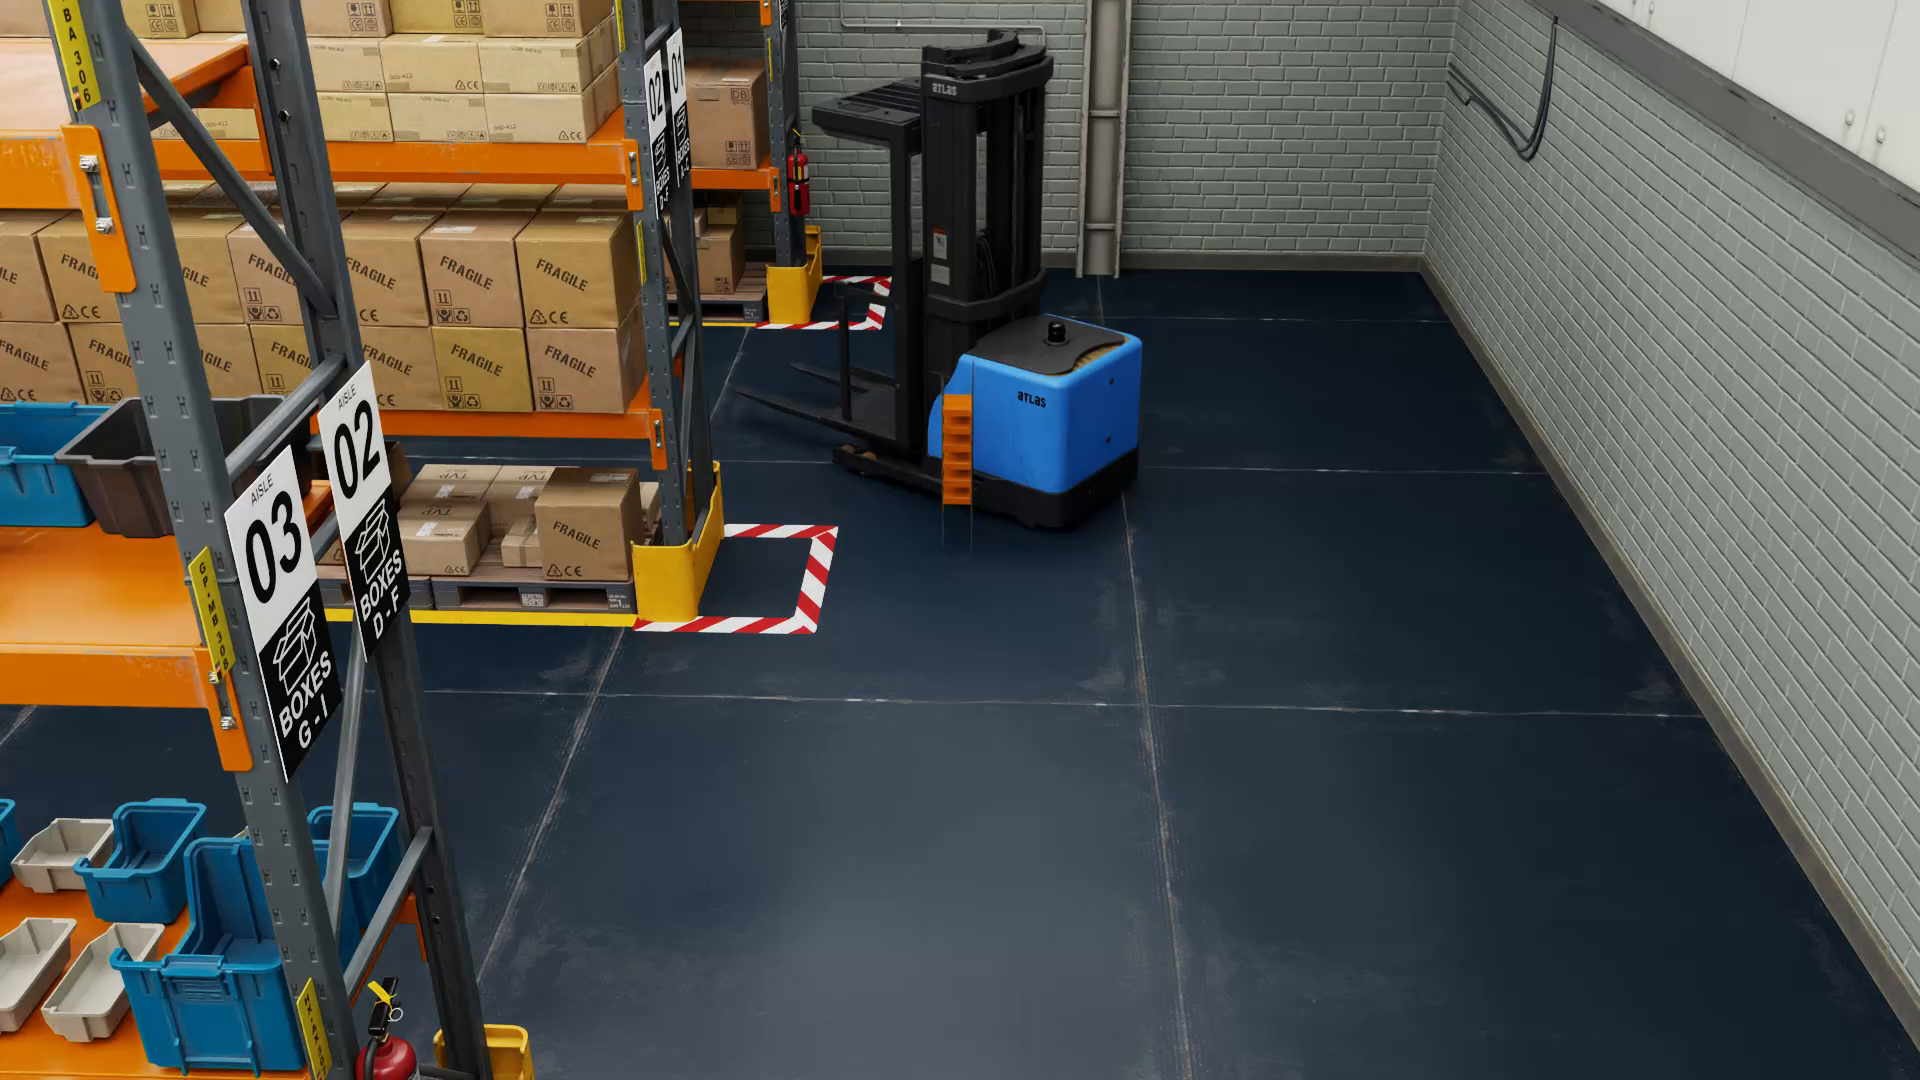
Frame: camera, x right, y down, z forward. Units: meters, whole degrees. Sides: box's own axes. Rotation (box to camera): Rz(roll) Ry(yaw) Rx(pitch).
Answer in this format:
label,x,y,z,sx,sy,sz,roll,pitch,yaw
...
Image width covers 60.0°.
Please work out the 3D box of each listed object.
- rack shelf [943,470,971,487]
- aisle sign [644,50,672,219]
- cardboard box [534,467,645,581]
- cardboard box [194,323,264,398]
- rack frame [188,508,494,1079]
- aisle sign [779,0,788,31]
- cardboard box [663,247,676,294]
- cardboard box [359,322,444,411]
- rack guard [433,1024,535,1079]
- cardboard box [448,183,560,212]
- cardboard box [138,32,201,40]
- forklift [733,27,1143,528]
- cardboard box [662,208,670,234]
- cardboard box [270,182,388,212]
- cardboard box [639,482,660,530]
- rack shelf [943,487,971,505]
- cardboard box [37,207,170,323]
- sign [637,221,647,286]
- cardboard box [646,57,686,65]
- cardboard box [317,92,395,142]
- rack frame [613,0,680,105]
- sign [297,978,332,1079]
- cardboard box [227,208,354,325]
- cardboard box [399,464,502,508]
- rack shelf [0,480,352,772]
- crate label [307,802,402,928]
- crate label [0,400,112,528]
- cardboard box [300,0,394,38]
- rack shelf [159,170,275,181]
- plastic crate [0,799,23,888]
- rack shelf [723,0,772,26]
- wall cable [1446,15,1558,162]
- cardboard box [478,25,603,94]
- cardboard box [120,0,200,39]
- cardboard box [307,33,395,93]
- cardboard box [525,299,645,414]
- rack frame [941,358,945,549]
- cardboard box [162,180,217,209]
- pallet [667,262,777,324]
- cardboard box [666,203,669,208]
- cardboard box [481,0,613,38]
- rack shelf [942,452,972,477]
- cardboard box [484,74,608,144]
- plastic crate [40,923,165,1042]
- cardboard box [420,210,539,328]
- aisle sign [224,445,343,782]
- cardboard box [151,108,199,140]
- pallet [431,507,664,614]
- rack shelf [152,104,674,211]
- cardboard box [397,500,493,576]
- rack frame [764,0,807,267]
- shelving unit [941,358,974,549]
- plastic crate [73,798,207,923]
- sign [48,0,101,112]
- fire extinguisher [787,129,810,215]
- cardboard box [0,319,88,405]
label,x,y,z,sx,sy,sz,roll,pitch,yaw
rack shelf,-0.014,-0.385,10.472,0.180,0.103,0.258,1,28,2
aisle sign,-1.576,-2.119,8.695,0.004,0.787,0.394,1,28,2
cardboard box,-2.185,-0.099,9.858,0.500,0.500,0.500,1,28,2
cardboard box,-4.119,-1.073,9.390,0.500,0.500,0.500,1,28,2
rack frame,-1.812,1.203,5.203,0.127,3.000,1.000,1,28,2
aisle sign,-1.401,-4.441,13.074,0.004,0.787,0.394,1,28,2
cardboard box,-2.665,-2.488,14.386,0.500,0.500,0.700,1,28,2
cardboard box,-3.107,-1.057,9.360,0.500,0.500,0.500,1,28,2
rack guard,-1.787,2.302,5.799,0.348,0.500,1.175,1,28,2
cardboard box,-2.590,-1.737,9.575,0.500,0.500,0.500,1,28,2
cardboard box,-4.155,-2.516,8.642,0.500,0.250,0.500,1,28,2
forklift,-0.270,-1.913,11.154,3.031,2.935,1.130,19,34,32
cardboard box,-2.555,-2.687,14.069,0.250,0.149,0.380,2,28,3
cardboard box,-3.598,-1.755,9.610,0.500,0.500,0.500,1,28,1
cardboard box,-2.040,-0.218,10.457,0.250,0.149,0.380,1,28,2
rack shelf,-0.014,-0.279,10.528,0.180,0.103,0.258,1,28,2
cardboard box,-4.654,-1.519,9.164,0.500,0.500,0.500,0,28,0
sign,-1.673,-1.507,8.742,0.005,0.325,0.100,1,28,2
cardboard box,-2.700,-3.577,13.900,0.700,0.700,0.980,1,28,1
cardboard box,-3.155,-2.275,8.721,0.500,0.250,0.500,1,28,2
rack frame,-1.633,-3.766,8.171,0.127,3.000,1.000,1,28,2
sign,-1.815,1.389,4.678,0.005,0.325,0.100,1,28,2
cardboard box,-3.624,-1.502,9.133,0.500,0.500,0.500,2,28,3
cardboard box,-3.166,-0.253,10.416,0.500,0.250,0.500,1,28,2
rack shelf,-3.811,0.163,4.731,4.000,0.370,1.077,1,28,2
crate label,-2.047,1.093,5.526,0.303,0.233,0.416,1,28,2
crate label,-2.722,-0.223,4.849,0.502,0.251,0.408,1,28,2
cardboard box,-3.147,-2.933,8.629,0.500,0.500,0.700,1,28,2
rack shelf,-7.458,-3.215,14.306,4.000,0.370,1.077,1,28,2
plastic crate,-3.363,1.071,5.567,0.300,0.233,0.416,1,28,2
rack shelf,-3.461,-4.474,13.479,4.000,0.370,1.077,1,28,2
wall cable,4.178,-4.452,12.781,0.112,2.526,3.097,1,28,2
cardboard box,-2.156,-2.484,8.583,0.500,0.250,0.500,1,28,2
cardboard box,-4.149,-2.922,8.608,0.500,0.500,0.700,1,28,2
cardboard box,-3.155,-2.502,8.617,0.500,0.250,0.500,1,28,2
cardboard box,-2.090,-1.039,9.326,0.500,0.500,0.500,2,28,3
rack frame,-0.106,-0.532,10.398,0.006,1.200,0.240,1,28,2
cardboard box,-4.604,-1.773,9.643,0.500,0.500,0.500,0,28,1
pallet,-2.264,-2.178,14.559,1.213,0.211,1.003,1,28,2
cardboard box,-2.540,-2.866,14.407,0.250,0.149,0.380,1,28,2
cardboard box,-2.147,-2.927,8.618,0.500,0.500,0.700,1,28,2
rack shelf,-0.014,-0.491,10.416,0.180,0.103,0.258,1,28,2
cardboard box,-2.156,-2.259,8.692,0.500,0.250,0.500,1,28,2
plastic crate,-2.633,1.365,5.116,0.243,0.136,0.396,1,28,2
cardboard box,-2.593,-1.488,9.105,0.500,0.500,0.500,2,28,3
aisle sign,-1.750,0.193,4.333,0.004,0.787,0.394,1,28,2
cardboard box,-4.154,-2.297,8.764,0.500,0.250,0.500,1,28,2
pallet,-2.506,0.103,10.256,1.213,0.211,1.003,1,28,2
rack shelf,-3.632,-2.156,9.104,4.000,0.370,1.077,1,28,2
cardboard box,-3.134,-0.018,9.973,0.500,0.250,0.500,1,28,2
rack frame,-1.462,-3.434,13.950,0.127,3.000,1.000,1,28,2
shelving unit,-0.014,-0.530,10.395,0.189,1.200,0.258,1,28,2
plastic crate,-2.705,1.082,5.547,0.300,0.233,0.416,1,28,2
sign,-1.815,-1.047,3.387,0.005,0.325,0.100,1,28,2
fire extinguisher,-1.328,-3.016,13.644,0.183,0.674,0.296,1,28,2
cardboard box,-5.131,-1.089,9.421,0.500,0.500,0.500,2,28,3
